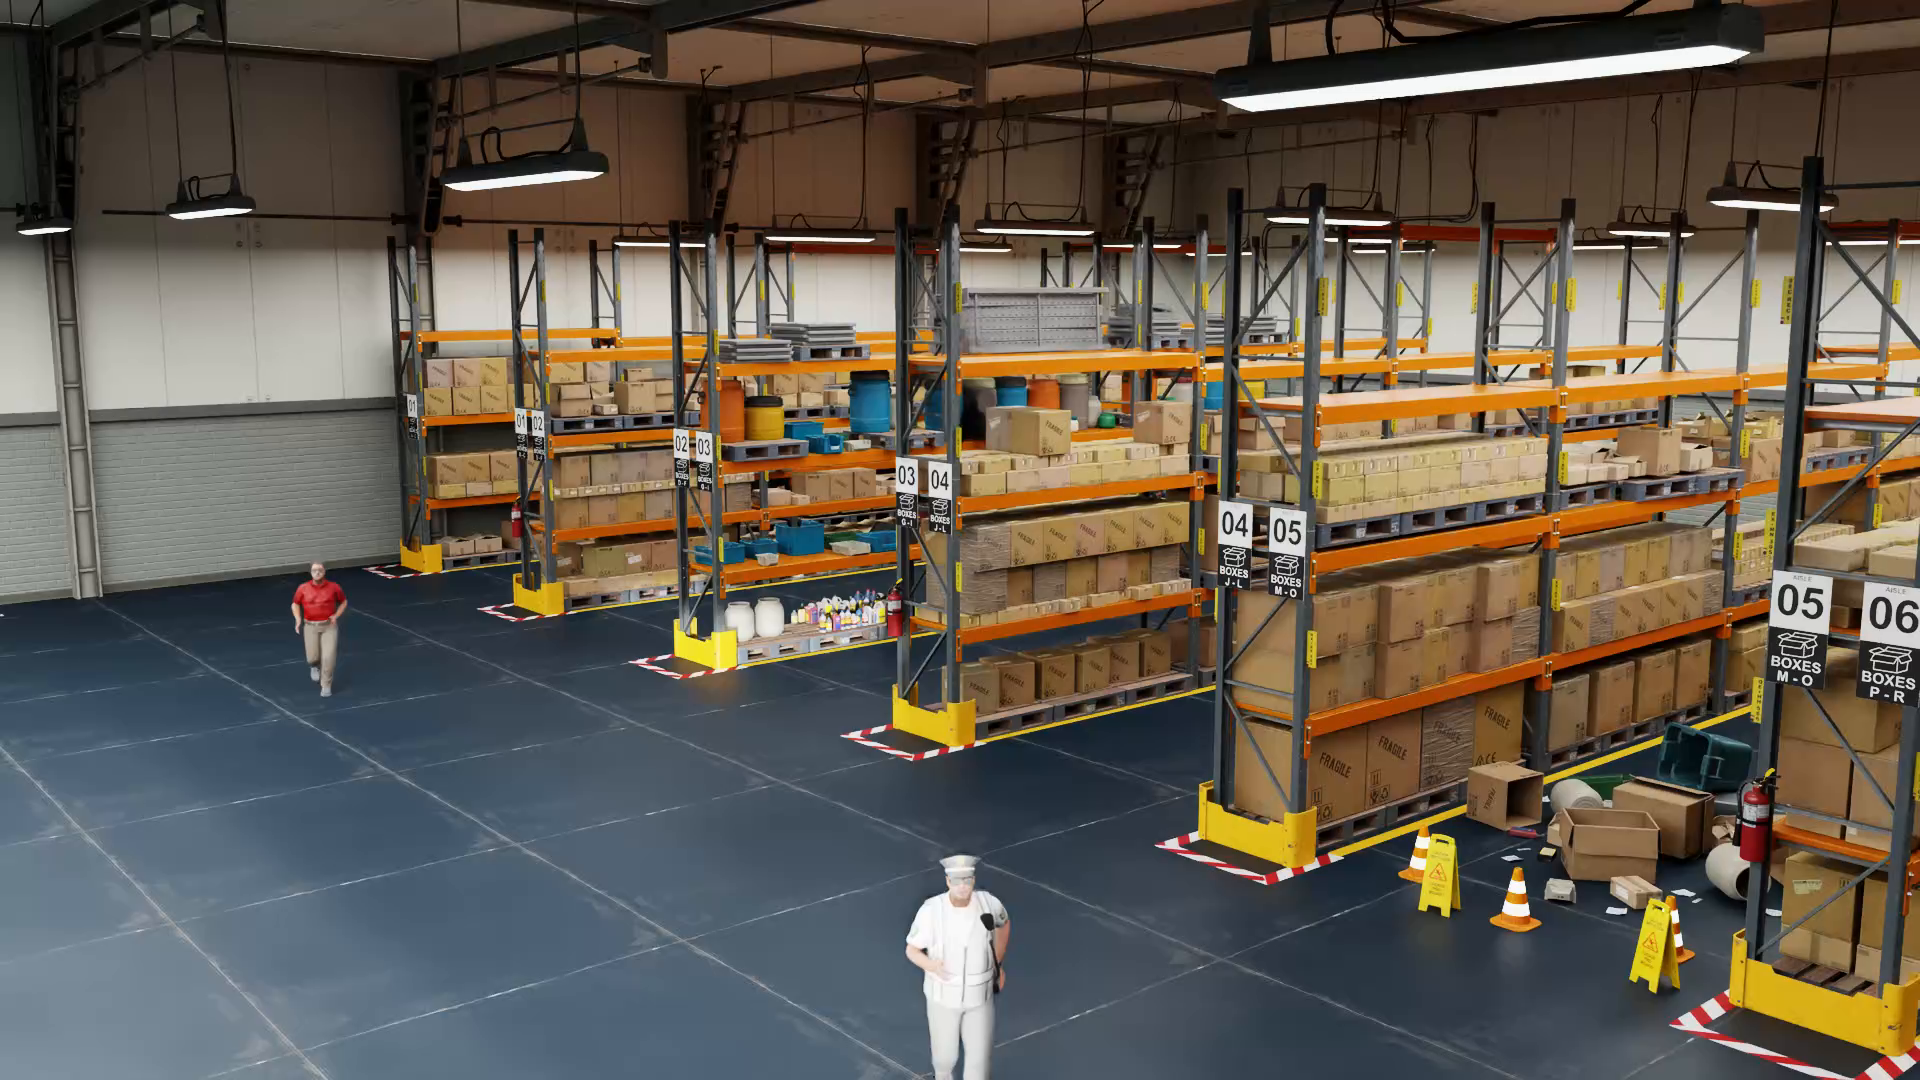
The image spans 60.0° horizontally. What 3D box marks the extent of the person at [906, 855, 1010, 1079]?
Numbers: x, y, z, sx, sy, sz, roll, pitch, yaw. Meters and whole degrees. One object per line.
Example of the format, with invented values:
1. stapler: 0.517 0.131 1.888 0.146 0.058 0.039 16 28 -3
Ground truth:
1. person: 0.005 2.745 10.053 0.661 1.768 0.973 -1 9 -6

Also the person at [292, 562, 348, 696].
1. person: -8.104 1.118 21.095 0.665 1.688 0.603 -3 9 -19
